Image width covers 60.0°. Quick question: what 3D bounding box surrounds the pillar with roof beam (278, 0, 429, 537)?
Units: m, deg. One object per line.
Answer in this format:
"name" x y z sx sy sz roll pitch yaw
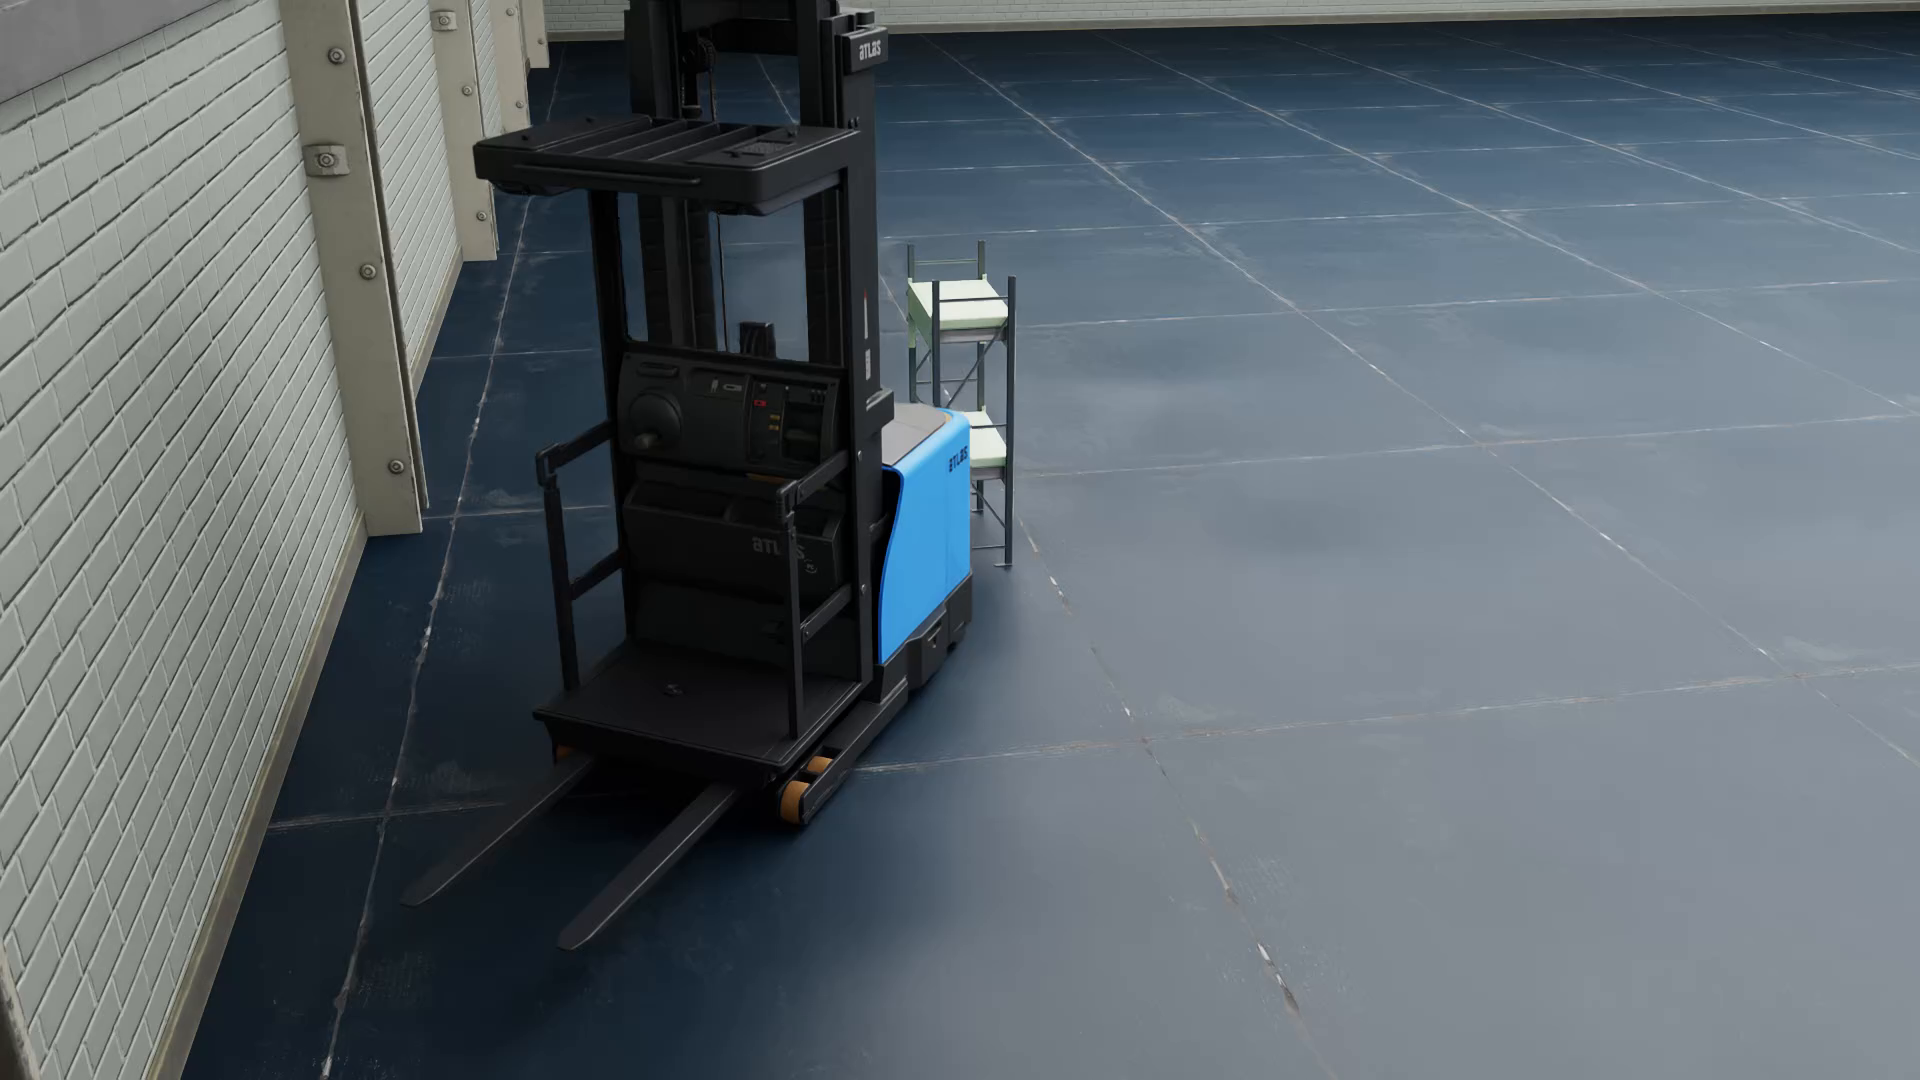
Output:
"pillar with roof beam" 1.179 -4.548 7.920 9.100 9.000 0.400 -4 24 -10

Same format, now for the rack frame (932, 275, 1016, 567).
"rack frame" 0.066 -0.546 8.126 0.400 1.500 0.023 -4 24 -10

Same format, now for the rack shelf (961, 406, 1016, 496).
"rack shelf" -0.001 -0.391 8.586 0.431 0.370 0.720 -4 24 -10

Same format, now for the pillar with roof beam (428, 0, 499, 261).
"pillar with roof beam" 0.070 -6.908 13.324 9.100 9.000 0.400 -4 24 -10

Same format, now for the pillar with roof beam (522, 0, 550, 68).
"pillar with roof beam" -2.149 -11.628 24.131 9.100 9.000 0.400 -4 24 -10

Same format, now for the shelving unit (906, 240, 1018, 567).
"shelving unit" -0.001 -0.690 8.456 0.431 1.500 0.755 -4 24 -10

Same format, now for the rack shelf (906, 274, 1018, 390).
"rack shelf" -0.001 -1.048 8.300 0.431 0.370 0.720 -4 24 -10

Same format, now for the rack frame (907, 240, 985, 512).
"rack frame" -0.069 -0.834 8.785 0.400 1.500 0.023 -4 24 -10

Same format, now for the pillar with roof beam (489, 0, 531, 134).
"pillar with roof beam" -1.040 -9.268 18.727 9.100 9.000 0.400 -4 24 -10

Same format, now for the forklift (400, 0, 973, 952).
"forklift" -0.964 -0.457 6.135 1.130 2.935 3.031 9 25 20
